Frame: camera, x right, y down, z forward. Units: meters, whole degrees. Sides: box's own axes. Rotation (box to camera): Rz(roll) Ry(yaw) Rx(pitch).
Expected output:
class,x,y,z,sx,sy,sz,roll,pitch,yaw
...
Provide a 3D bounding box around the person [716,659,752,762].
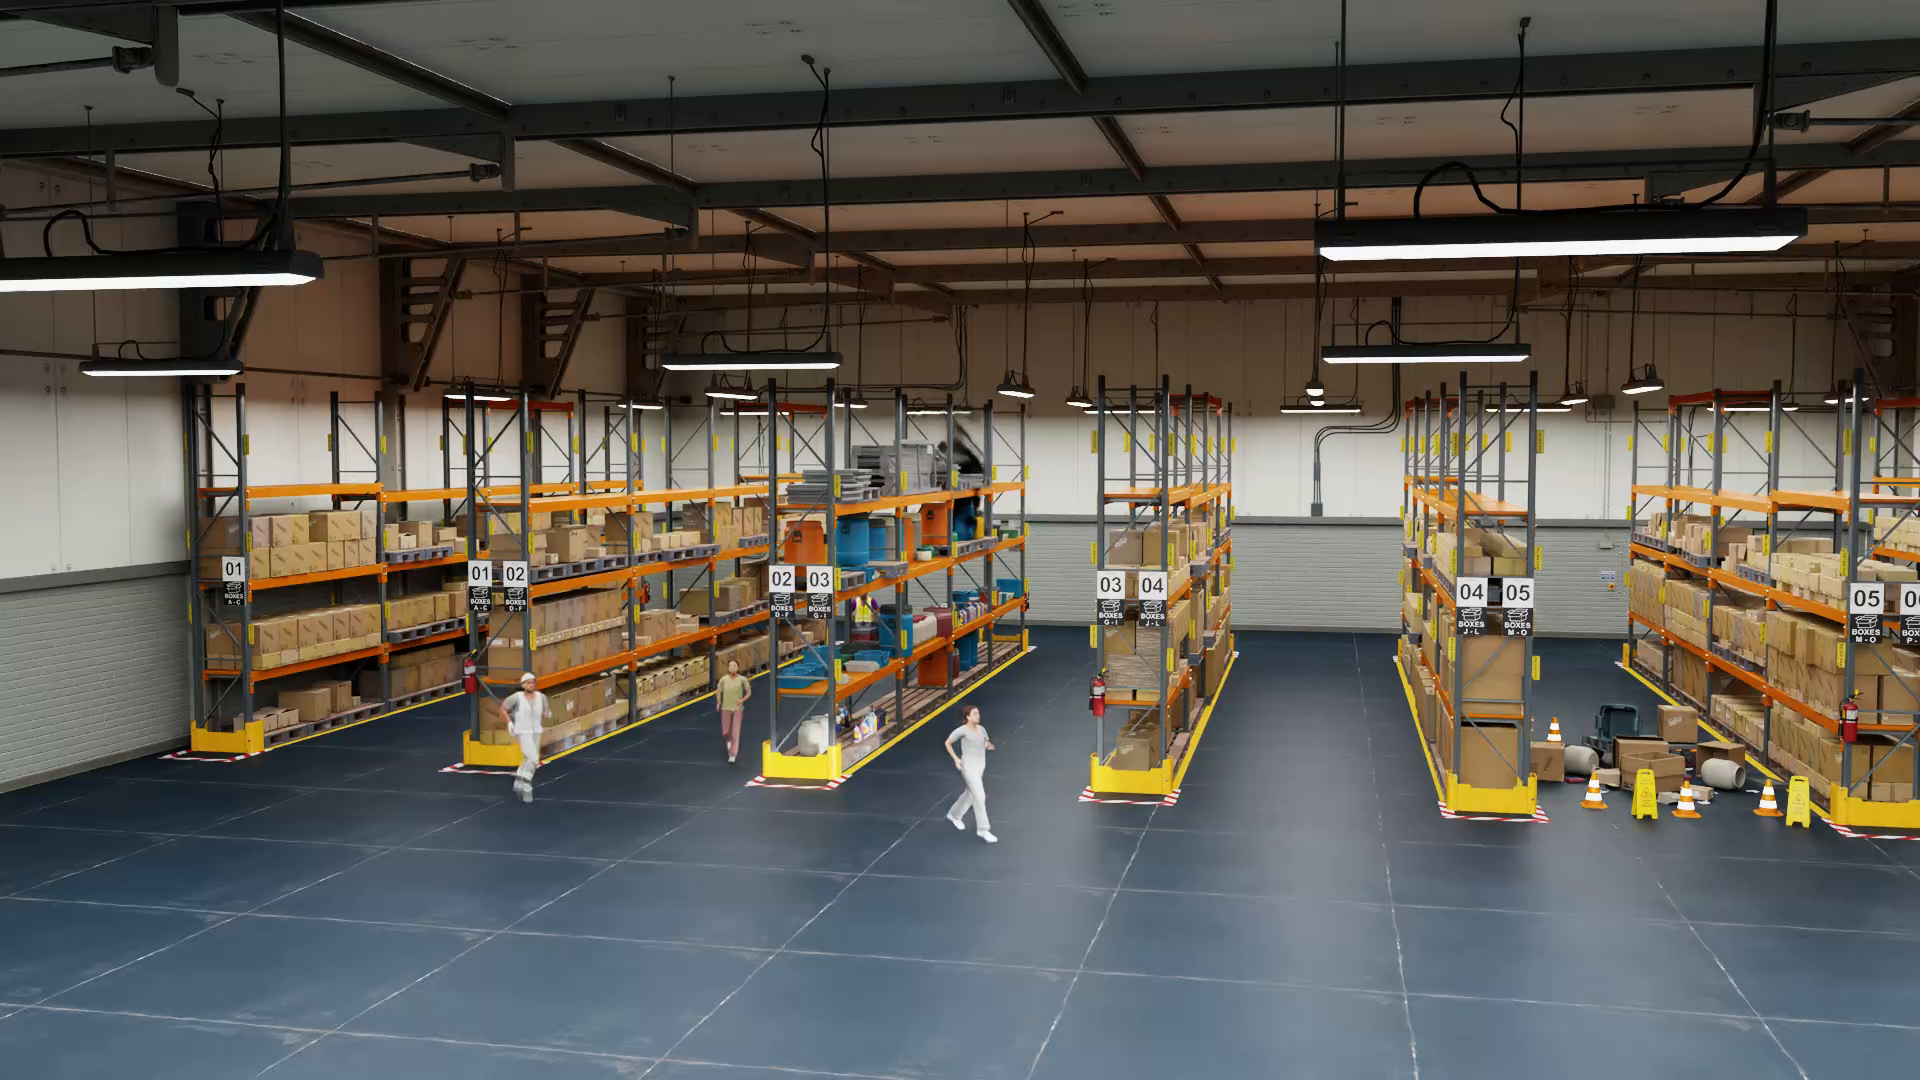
class,x,y,z,sx,sy,sz,roll,pitch,yaw
person,-3.588,2.687,26.324,0.580,1.620,0.552,0,3,-1

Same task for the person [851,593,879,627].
class,x,y,z,sx,sy,sz,roll,pitch,yaw
person,-2.254,1.921,38.848,0.696,1.718,0.603,0,3,-1

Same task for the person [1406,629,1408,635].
class,x,y,z,sx,sy,sz,roll,pitch,yaw
person,10.951,1.885,39.749,0.615,1.710,0.782,1,3,15

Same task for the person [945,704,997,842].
class,x,y,z,sx,sy,sz,roll,pitch,yaw
person,0.151,2.932,21.170,0.919,1.685,0.553,3,4,41

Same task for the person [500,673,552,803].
class,x,y,z,sx,sy,sz,roll,pitch,yaw
person,-6.064,2.784,23.460,0.753,1.838,0.616,3,4,43
